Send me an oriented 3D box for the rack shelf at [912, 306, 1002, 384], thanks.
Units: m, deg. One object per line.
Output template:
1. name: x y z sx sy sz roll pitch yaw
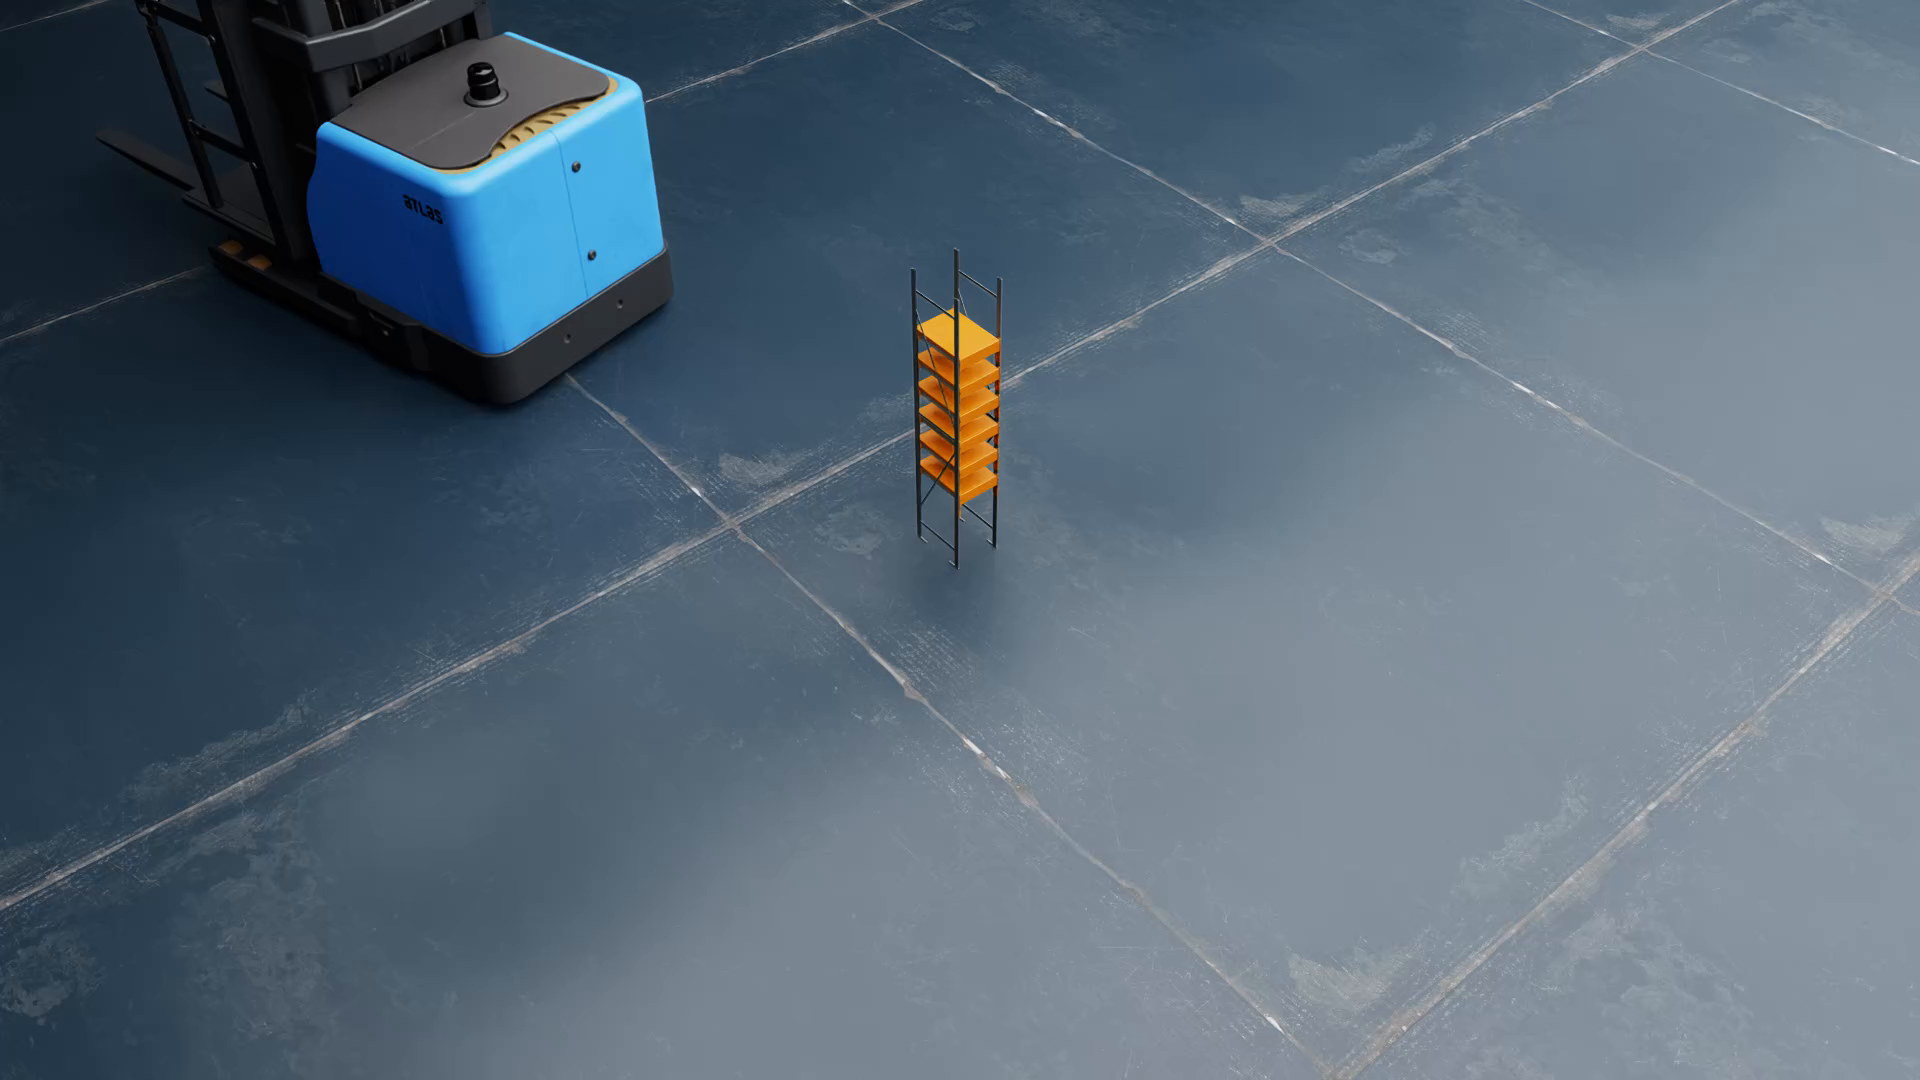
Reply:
1. rack shelf: -0.011 -0.661 5.616 0.180 0.103 0.258 -30 51 -28

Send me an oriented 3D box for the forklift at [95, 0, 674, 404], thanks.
1. forklift: -2.747 -2.437 6.704 3.031 2.935 1.130 26 49 25

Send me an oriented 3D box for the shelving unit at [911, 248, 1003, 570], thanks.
1. shelving unit: -0.011 -0.431 5.832 0.189 1.200 0.258 -30 51 -28

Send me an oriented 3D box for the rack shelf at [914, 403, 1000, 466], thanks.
1. rack shelf: -0.011 -0.399 5.863 0.180 0.103 0.258 -30 51 -28

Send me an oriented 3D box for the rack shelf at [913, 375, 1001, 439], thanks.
1. rack shelf: -0.011 -0.486 5.781 0.180 0.103 0.258 -30 51 -28

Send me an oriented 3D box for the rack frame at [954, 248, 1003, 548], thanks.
1. rack frame: 0.059 -0.471 5.875 0.006 1.200 0.240 -30 51 -28

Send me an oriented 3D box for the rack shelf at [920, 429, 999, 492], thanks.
1. rack shelf: -0.011 -0.311 5.945 0.180 0.103 0.258 -30 51 -28

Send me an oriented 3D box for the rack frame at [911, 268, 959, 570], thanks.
1. rack frame: -0.081 -0.391 5.790 0.006 1.200 0.240 -30 51 -28

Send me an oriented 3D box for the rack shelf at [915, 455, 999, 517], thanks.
1. rack shelf: -0.011 -0.224 6.027 0.180 0.103 0.258 -30 51 -28

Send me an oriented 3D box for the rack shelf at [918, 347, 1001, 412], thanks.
1. rack shelf: -0.011 -0.574 5.699 0.180 0.103 0.258 -30 51 -28
